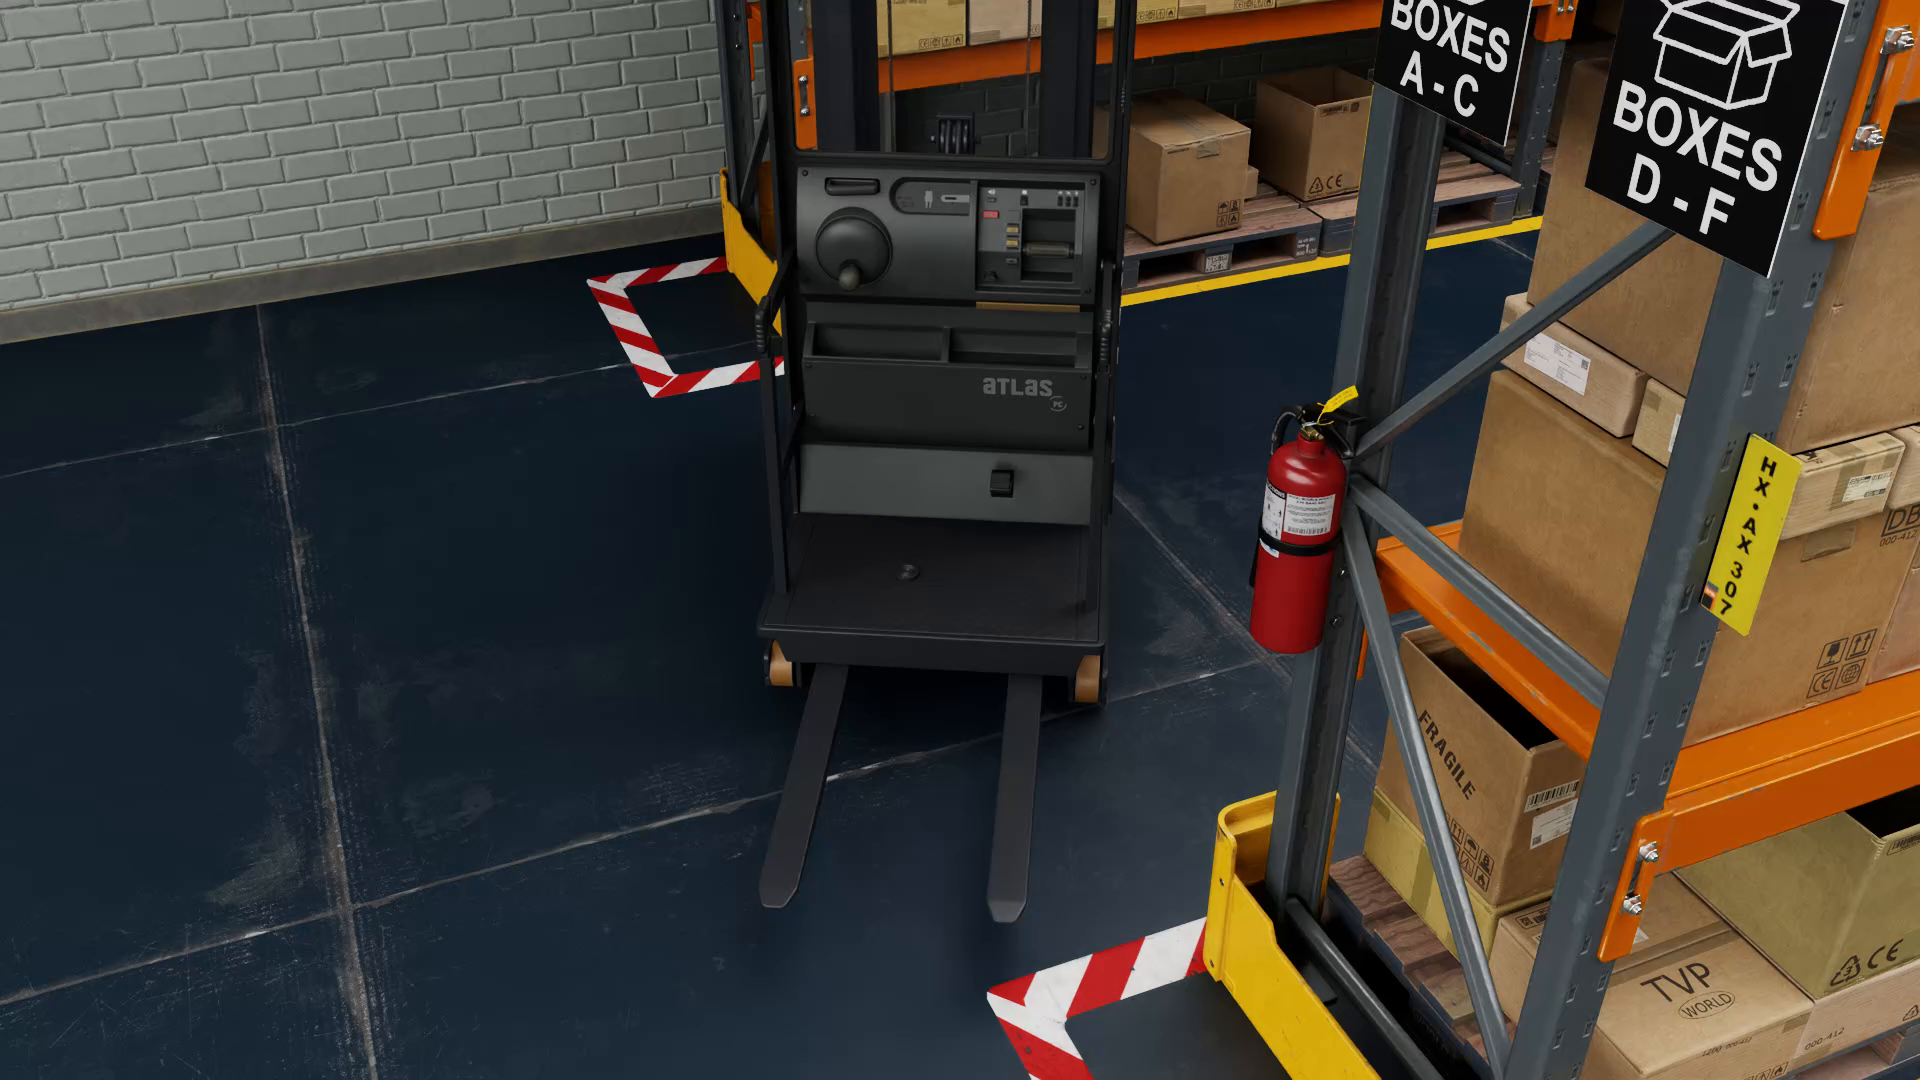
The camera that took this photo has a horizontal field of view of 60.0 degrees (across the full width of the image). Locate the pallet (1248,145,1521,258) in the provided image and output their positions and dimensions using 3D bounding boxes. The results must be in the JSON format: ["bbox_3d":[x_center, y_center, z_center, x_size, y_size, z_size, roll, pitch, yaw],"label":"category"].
[{"bbox_3d":[2.205,-1.895,8.970,1.213,0.211,1.003,-13,35,-19],"label":"pallet"}]

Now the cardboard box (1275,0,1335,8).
[{"bbox_3d":[1.571,-2.702,7.771,0.500,0.250,0.500,-13,35,-19],"label":"cardboard box"}]

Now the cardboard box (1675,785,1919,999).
[{"bbox_3d":[2.085,0.665,3.926,0.500,0.500,0.500,-13,35,-19],"label":"cardboard box"}]

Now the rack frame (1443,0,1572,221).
[{"bbox_3d":[2.811,-3.224,8.454,0.127,3.000,1.000,-13,35,-19],"label":"rack frame"}]

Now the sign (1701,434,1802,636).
[{"bbox_3d":[1.253,-0.005,2.641,0.005,0.325,0.100,-13,35,-19],"label":"sign"}]

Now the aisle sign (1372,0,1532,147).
[{"bbox_3d":[0.870,-1.113,2.826,0.004,0.787,0.394,-13,35,-19],"label":"aisle sign"}]

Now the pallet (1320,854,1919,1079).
[{"bbox_3d":[1.733,1.097,4.370,1.213,0.211,1.003,-13,35,-19],"label":"pallet"}]

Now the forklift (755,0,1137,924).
[{"bbox_3d":[-0.055,-0.887,4.926,1.130,2.935,3.031,3,33,4],"label":"forklift"}]

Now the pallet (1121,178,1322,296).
[{"bbox_3d":[1.079,-1.636,8.570,1.213,0.211,1.003,-13,35,-19],"label":"pallet"}]

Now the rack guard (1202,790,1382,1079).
[{"bbox_3d":[1.022,1.164,4.003,0.348,0.500,1.175,-13,35,-19],"label":"rack guard"}]

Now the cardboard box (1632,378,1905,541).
[{"bbox_3d":[1.489,-0.177,3.086,0.250,0.149,0.380,-13,35,-19],"label":"cardboard box"}]

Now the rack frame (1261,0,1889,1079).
[{"bbox_3d":[1.044,0.111,3.329,0.127,3.000,1.000,-13,35,-19],"label":"rack frame"}]

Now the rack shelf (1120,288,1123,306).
[{"bbox_3d":[0.513,-0.980,6.827,0.258,0.077,0.200,13,35,19],"label":"rack shelf"}]

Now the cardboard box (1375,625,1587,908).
[{"bbox_3d":[1.423,0.510,4.164,0.500,0.500,0.500,-13,35,-19],"label":"cardboard box"}]

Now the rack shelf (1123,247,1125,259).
[{"bbox_3d":[0.513,-1.130,6.728,0.258,0.077,0.200,13,35,19],"label":"rack shelf"}]

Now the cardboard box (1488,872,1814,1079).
[{"bbox_3d":[1.625,1.086,3.967,0.500,0.250,0.500,-13,35,-19],"label":"cardboard box"}]

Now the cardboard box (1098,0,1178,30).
[{"bbox_3d":[0.641,-2.490,7.445,0.500,0.250,0.500,-13,35,-20],"label":"cardboard box"}]

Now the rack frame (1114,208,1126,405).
[{"bbox_3d":[0.553,-0.983,6.936,0.240,0.900,0.006,13,35,19],"label":"rack frame"}]

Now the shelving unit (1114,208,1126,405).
[{"bbox_3d":[0.513,-0.932,6.857,0.258,0.900,0.210,13,35,19],"label":"shelving unit"}]

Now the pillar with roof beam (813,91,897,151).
[{"bbox_3d":[1.100,-3.312,3.089,0.400,9.000,9.100,-13,35,-19],"label":"pillar with roof beam"}]

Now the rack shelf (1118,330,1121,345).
[{"bbox_3d":[0.513,-0.829,6.925,0.258,0.077,0.200,13,35,19],"label":"rack shelf"}]

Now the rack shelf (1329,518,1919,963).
[{"bbox_3d":[2.888,-0.010,4.174,4.000,0.370,1.077,-13,35,-19],"label":"rack shelf"}]

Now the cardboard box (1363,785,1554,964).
[{"bbox_3d":[1.424,0.826,4.367,0.500,0.250,0.500,-13,35,-19],"label":"cardboard box"}]

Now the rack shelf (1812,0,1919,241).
[{"bbox_3d":[2.888,-1.267,3.356,4.000,0.370,1.077,-13,35,-19],"label":"rack shelf"}]

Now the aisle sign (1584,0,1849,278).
[{"bbox_3d":[1.102,-0.811,2.362,0.004,0.787,0.394,-13,35,-19],"label":"aisle sign"}]

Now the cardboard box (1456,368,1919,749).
[{"bbox_3d":[1.479,-0.023,3.444,0.500,0.500,0.700,-13,35,-19],"label":"cardboard box"}]

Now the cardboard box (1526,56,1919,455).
[{"bbox_3d":[1.528,-0.578,3.107,0.500,0.500,0.700,-13,35,-19],"label":"cardboard box"}]

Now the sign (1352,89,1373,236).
[{"bbox_3d":[0.847,-0.750,3.373,0.005,0.325,0.100,-13,35,-19],"label":"sign"}]

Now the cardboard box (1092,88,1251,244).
[{"bbox_3d":[1.017,-1.867,8.257,0.500,0.500,0.700,-15,36,-22],"label":"cardboard box"}]

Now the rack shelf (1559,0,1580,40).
[{"bbox_3d":[4.655,-3.345,9.299,4.000,0.370,1.077,-13,35,-19],"label":"rack shelf"}]

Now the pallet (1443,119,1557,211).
[{"bbox_3d":[3.528,-2.220,9.469,1.213,0.211,1.003,-13,35,-19],"label":"pallet"}]

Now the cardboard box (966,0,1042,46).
[{"bbox_3d":[0.169,-2.385,7.284,0.500,0.250,0.500,-14,36,-20],"label":"cardboard box"}]

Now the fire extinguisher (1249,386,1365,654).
[{"bbox_3d":[0.755,-0.065,3.671,0.183,0.674,0.296,-13,35,-19],"label":"fire extinguisher"}]

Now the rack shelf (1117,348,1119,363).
[{"bbox_3d":[0.513,-0.753,6.974,0.258,0.077,0.200,13,35,19],"label":"rack shelf"}]

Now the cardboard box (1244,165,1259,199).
[{"bbox_3d":[1.329,-1.886,8.608,0.250,0.149,0.380,-16,36,-23],"label":"cardboard box"}]

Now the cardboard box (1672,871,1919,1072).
[{"bbox_3d":[2.084,0.979,4.132,0.500,0.250,0.500,-13,35,-19],"label":"cardboard box"}]

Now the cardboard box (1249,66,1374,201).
[{"bbox_3d":[1.870,-2.121,8.648,0.500,0.500,0.500,-16,36,-22],"label":"cardboard box"}]

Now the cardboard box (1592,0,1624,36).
[{"bbox_3d":[3.888,-2.933,9.209,0.500,0.250,0.500,-14,35,-20],"label":"cardboard box"}]

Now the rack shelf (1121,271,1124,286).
[{"bbox_3d":[0.513,-1.055,6.777,0.258,0.077,0.200,13,35,19],"label":"rack shelf"}]

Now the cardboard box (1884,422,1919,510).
[{"bbox_3d":[1.732,-0.235,3.174,0.250,0.149,0.380,-14,36,-20],"label":"cardboard box"}]

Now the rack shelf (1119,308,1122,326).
[{"bbox_3d":[0.513,-0.904,6.876,0.258,0.077,0.200,13,35,19],"label":"rack shelf"}]

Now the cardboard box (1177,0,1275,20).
[{"bbox_3d":[1.108,-2.595,7.607,0.500,0.250,0.500,-13,35,-19],"label":"cardboard box"}]

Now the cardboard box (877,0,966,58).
[{"bbox_3d":[-0.304,-2.268,7.105,0.500,0.250,0.500,-14,36,-20],"label":"cardboard box"}]

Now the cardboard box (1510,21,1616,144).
[{"bbox_3d":[3.483,-2.524,9.268,0.500,0.500,0.700,-12,35,-17],"label":"cardboard box"}]

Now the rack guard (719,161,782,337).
[{"bbox_3d":[-0.807,-1.348,7.863,0.348,0.500,1.175,-13,35,-19],"label":"rack guard"}]

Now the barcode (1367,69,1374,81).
[{"bbox_3d":[2.220,-2.501,8.939,0.075,0.075,0.001,-13,35,-19],"label":"barcode"}]

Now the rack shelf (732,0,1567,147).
[{"bbox_3d":[0.967,-2.500,8.002,4.000,0.370,1.077,-13,35,-19],"label":"rack shelf"}]

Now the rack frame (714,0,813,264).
[{"bbox_3d":[-0.877,-2.379,7.156,0.127,3.000,1.000,-13,35,-19],"label":"rack frame"}]

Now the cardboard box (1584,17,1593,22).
[{"bbox_3d":[3.940,-2.659,9.474,0.500,0.500,0.700,-14,35,-20],"label":"cardboard box"}]

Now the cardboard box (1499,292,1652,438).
[{"bbox_3d":[1.323,-0.379,3.396,0.250,0.149,0.380,-13,35,-20],"label":"cardboard box"}]

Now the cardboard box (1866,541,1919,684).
[{"bbox_3d":[1.962,-0.136,3.618,0.500,0.500,0.700,-12,35,-18],"label":"cardboard box"}]

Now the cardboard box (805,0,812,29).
[{"bbox_3d":[-0.521,-2.521,7.493,0.500,0.250,0.500,-12,35,-18],"label":"cardboard box"}]
